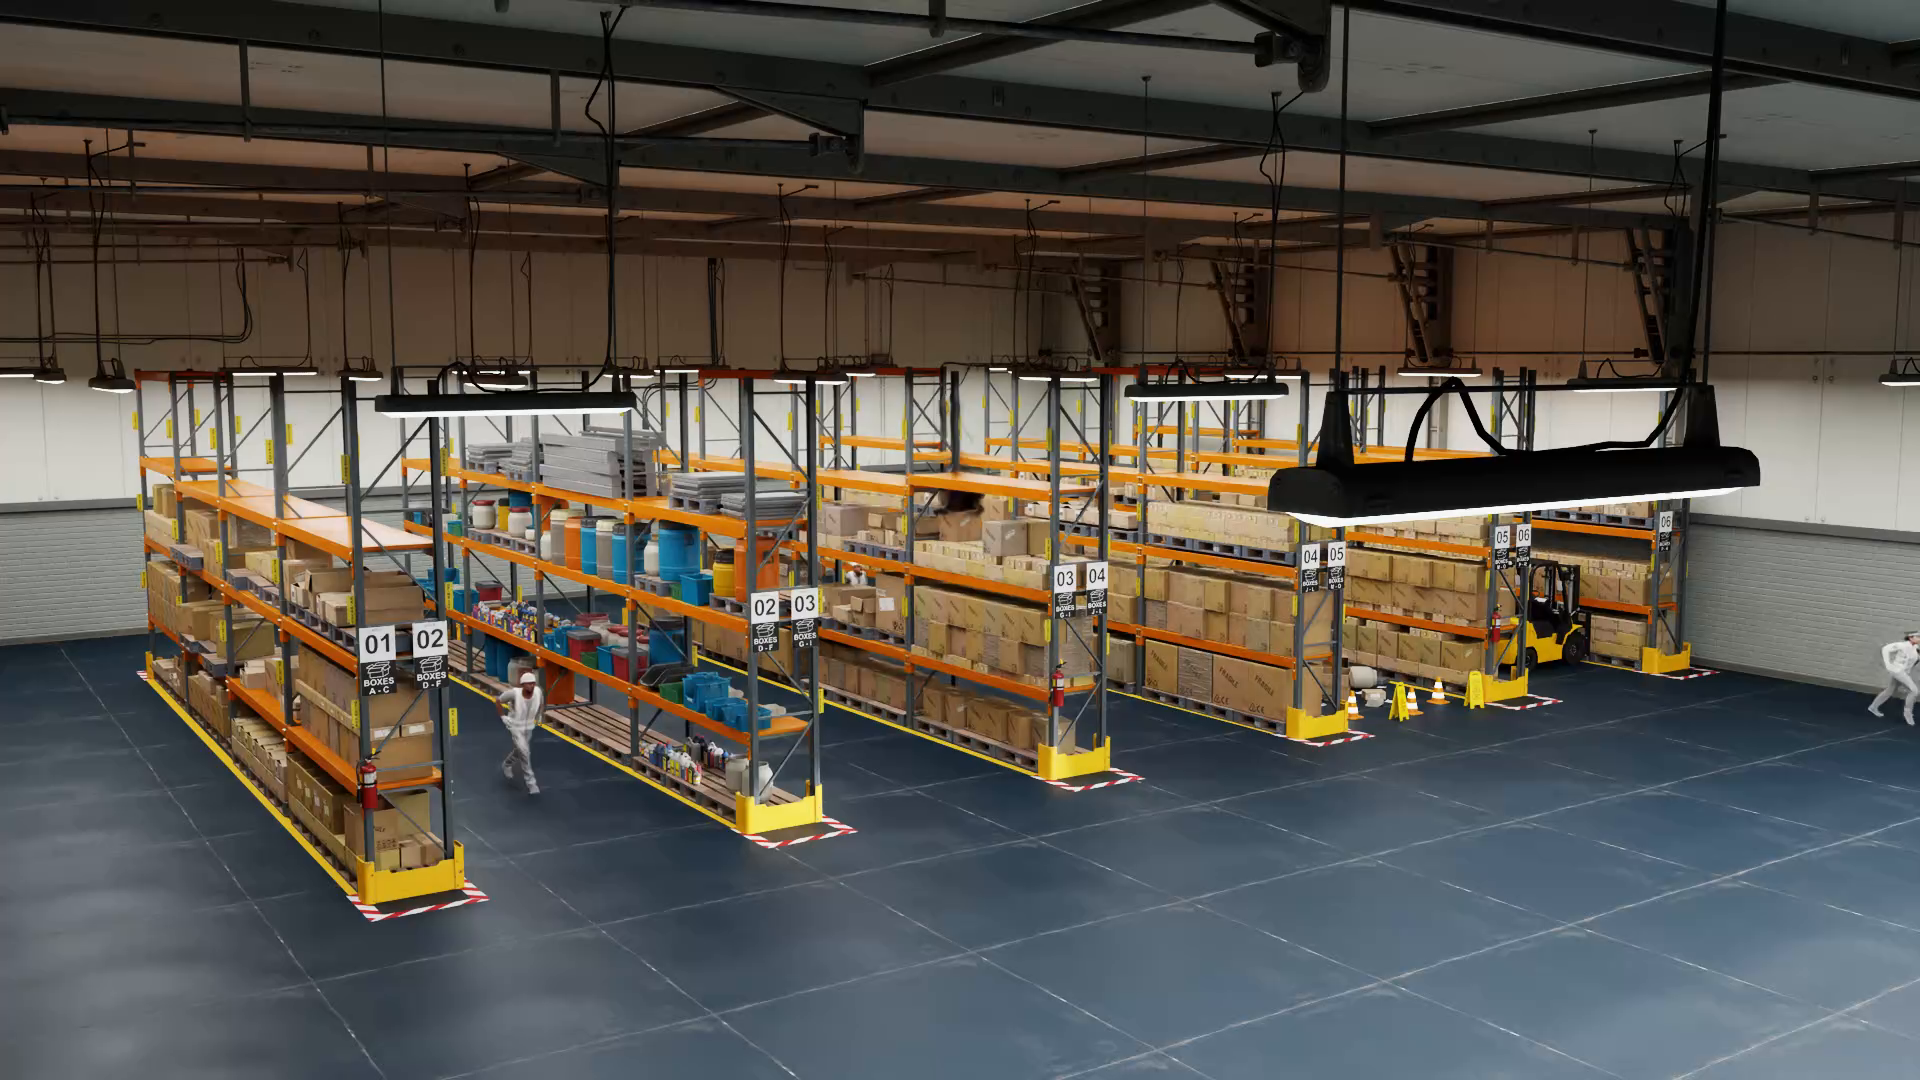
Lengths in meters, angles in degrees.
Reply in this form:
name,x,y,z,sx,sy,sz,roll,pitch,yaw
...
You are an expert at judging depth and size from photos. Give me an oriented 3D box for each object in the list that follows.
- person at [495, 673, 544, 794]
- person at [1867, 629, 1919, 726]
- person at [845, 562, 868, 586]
name,x,y,z,sx,sy,sz,roll,pitch,yaw
person,-6.422,2.769,24.166,0.703,1.786,0.992,-6,9,-44
person,16.050,2.308,28.457,0.605,1.679,0.890,-5,8,-39
person,-2.377,1.289,37.120,0.661,1.769,1.067,-5,8,-38
